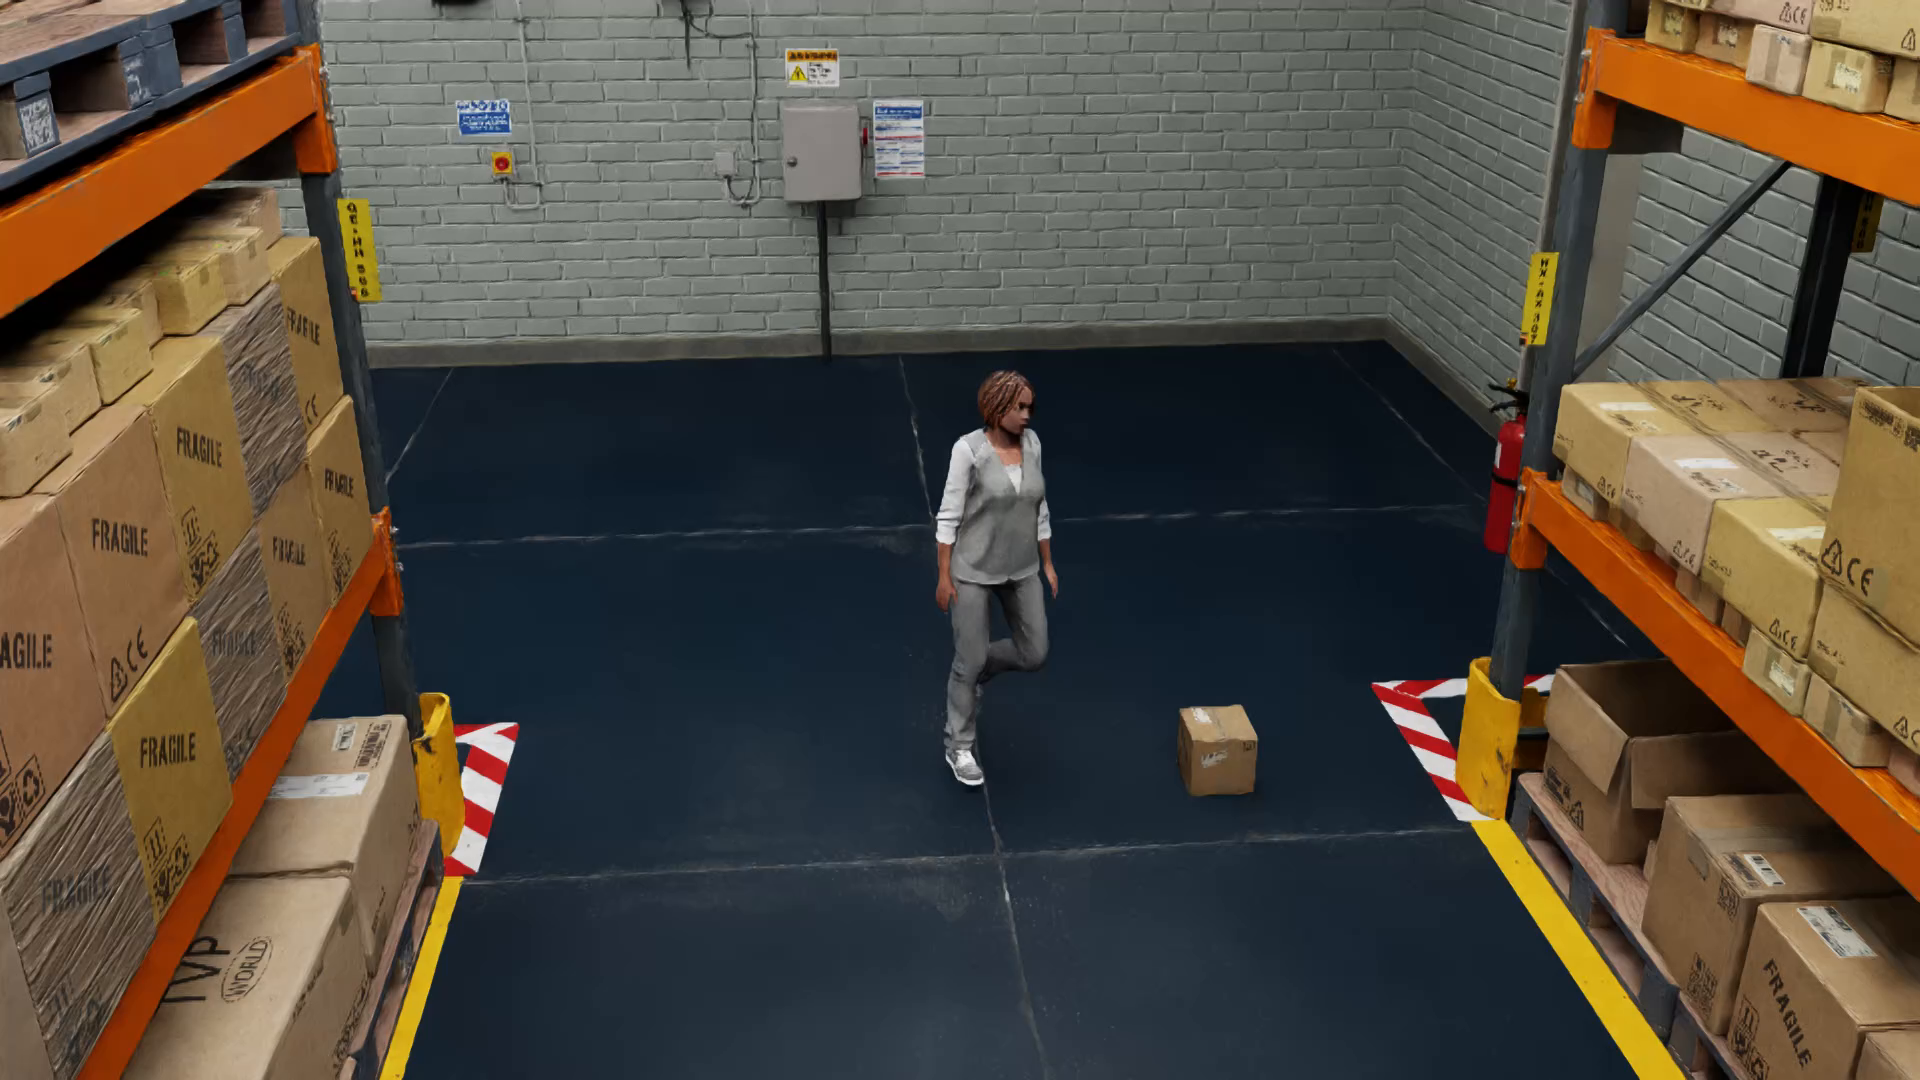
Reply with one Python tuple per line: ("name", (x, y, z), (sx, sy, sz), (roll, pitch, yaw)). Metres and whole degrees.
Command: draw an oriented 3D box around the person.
("person", (0.119, 0.112, 6.334), (0.498, 1.583, 0.499), (-12, 27, -24))
